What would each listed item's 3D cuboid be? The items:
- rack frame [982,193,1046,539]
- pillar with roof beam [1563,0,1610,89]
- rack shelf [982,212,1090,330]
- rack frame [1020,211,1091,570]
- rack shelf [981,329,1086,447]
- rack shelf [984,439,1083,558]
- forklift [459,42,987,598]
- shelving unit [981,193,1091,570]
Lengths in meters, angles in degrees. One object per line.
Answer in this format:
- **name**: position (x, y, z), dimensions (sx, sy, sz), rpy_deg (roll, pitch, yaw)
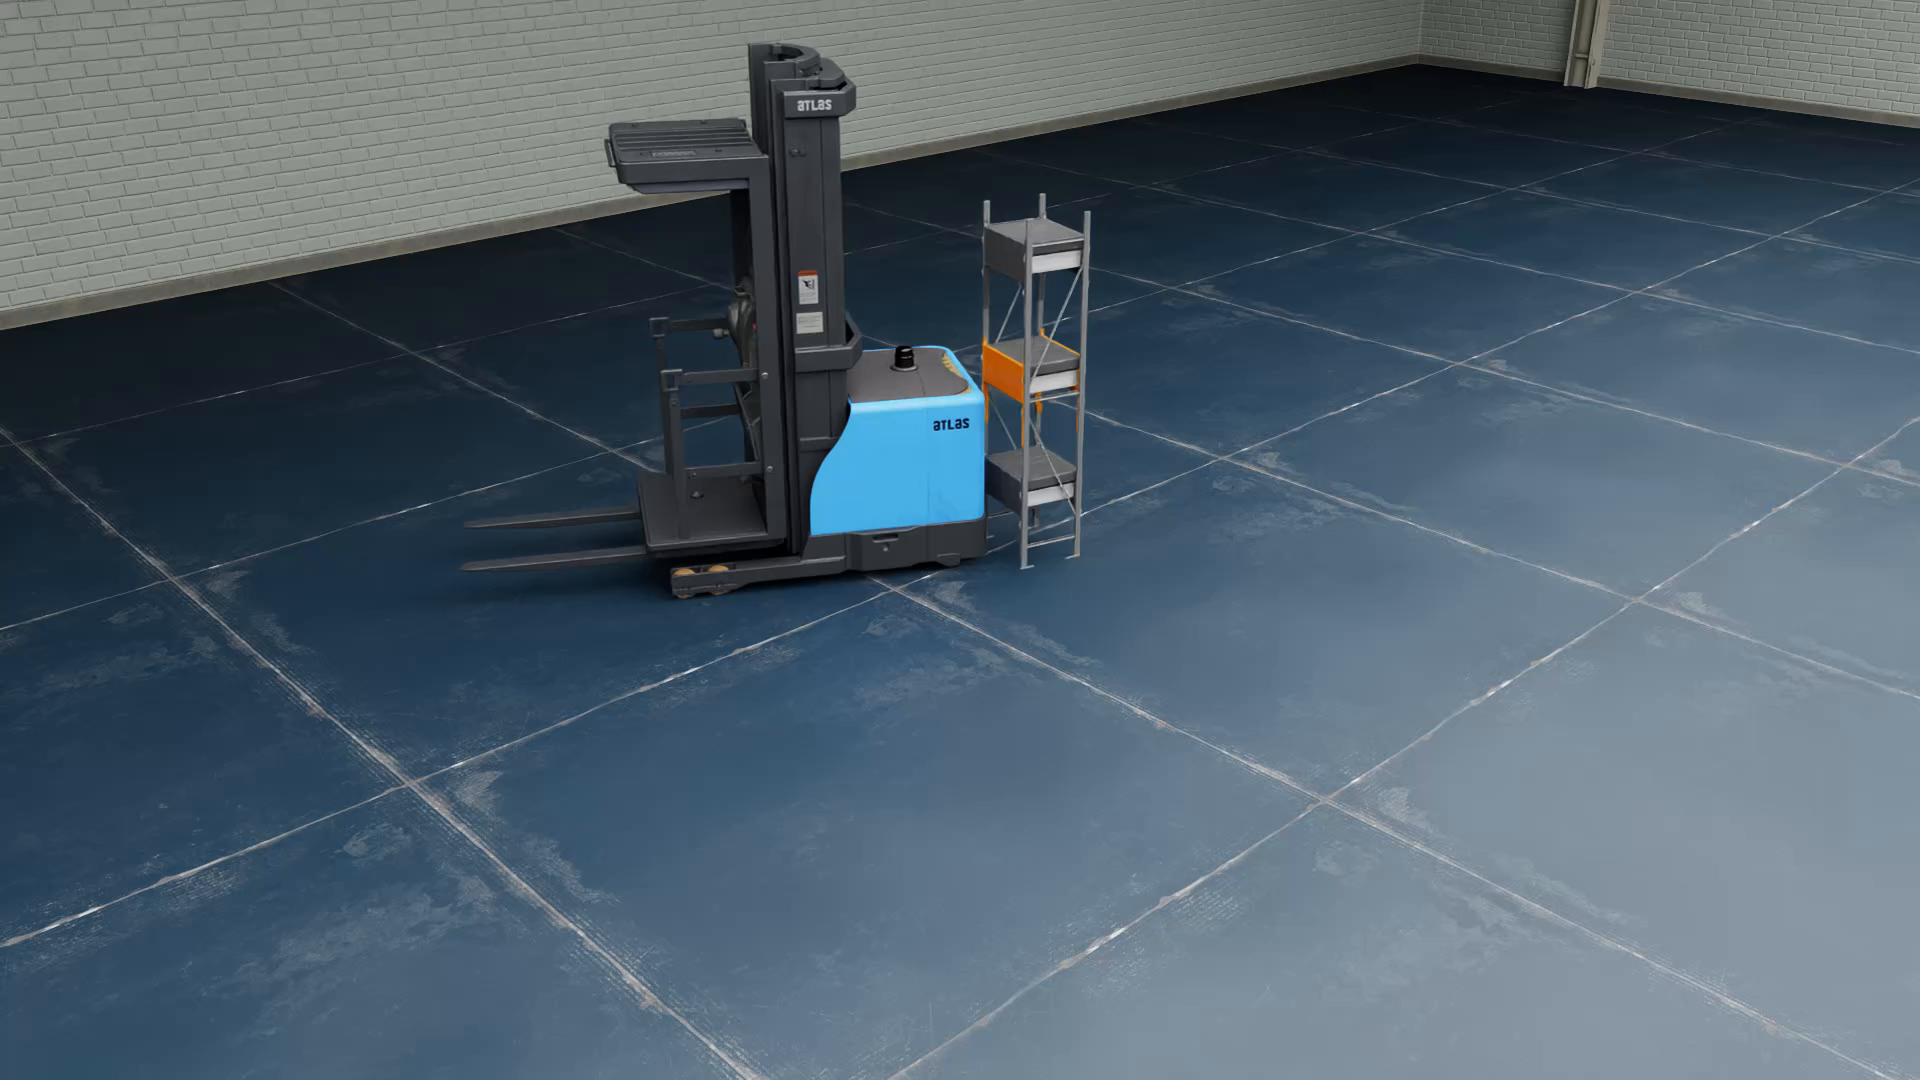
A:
- **rack frame**: position (0.311, -0.996, 9.903), dimensions (0.400, 2.100, 0.015), rpy_deg (-12, 27, -25)
- **pillar with roof beam**: position (6.379, -9.845, 20.988), dimensions (9.100, 9.000, 0.400), rpy_deg (-21, 32, -38)
- **rack shelf**: position (0.425, -1.531, 9.422), dimensions (0.431, 0.518, 0.480), rpy_deg (-12, 27, -25)
- **rack frame**: position (0.539, -0.817, 9.510), dimensions (0.400, 2.100, 0.015), rpy_deg (-12, 27, -25)
- **rack shelf**: position (0.425, -0.894, 9.712), dimensions (0.431, 0.518, 0.480), rpy_deg (-12, 27, -25)
- **rack shelf**: position (0.425, -0.257, 10.003), dimensions (0.431, 0.518, 0.480), rpy_deg (-12, 27, -25)
- **forklift**: position (-1.415, -1.241, 9.439), dimensions (3.031, 2.935, 1.130), rpy_deg (-6, 25, -12)
- **shelving unit**: position (0.425, -0.906, 9.707), dimensions (0.431, 2.100, 0.503), rpy_deg (-12, 27, -25)
